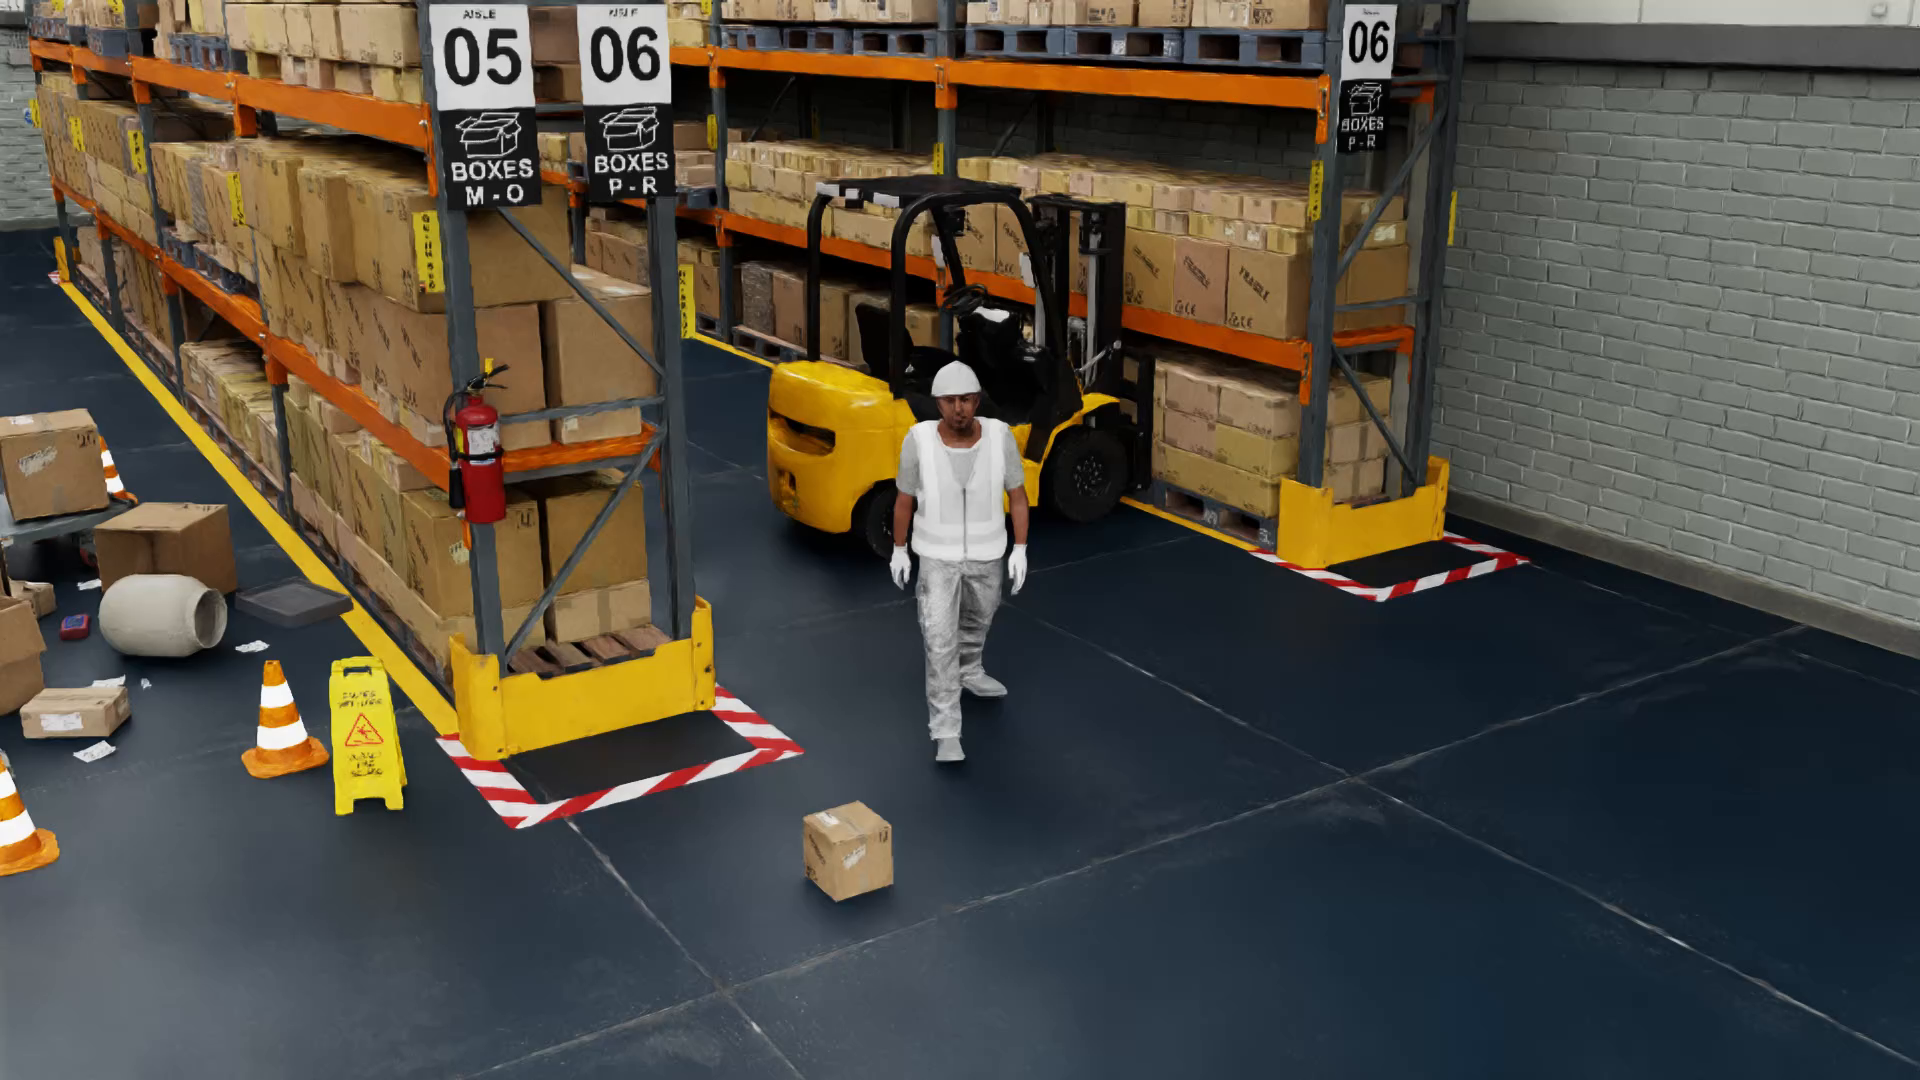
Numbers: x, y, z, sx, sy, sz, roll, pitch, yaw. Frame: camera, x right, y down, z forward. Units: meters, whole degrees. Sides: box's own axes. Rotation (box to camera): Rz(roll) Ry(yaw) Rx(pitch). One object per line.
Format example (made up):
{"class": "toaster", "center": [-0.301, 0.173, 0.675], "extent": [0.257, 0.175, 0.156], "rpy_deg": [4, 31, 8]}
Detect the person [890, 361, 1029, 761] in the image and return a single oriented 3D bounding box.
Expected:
{"class": "person", "center": [0.001, 0.053, 7.410], "extent": [0.596, 1.758, 0.936], "rpy_deg": [-4, 18, -11]}
